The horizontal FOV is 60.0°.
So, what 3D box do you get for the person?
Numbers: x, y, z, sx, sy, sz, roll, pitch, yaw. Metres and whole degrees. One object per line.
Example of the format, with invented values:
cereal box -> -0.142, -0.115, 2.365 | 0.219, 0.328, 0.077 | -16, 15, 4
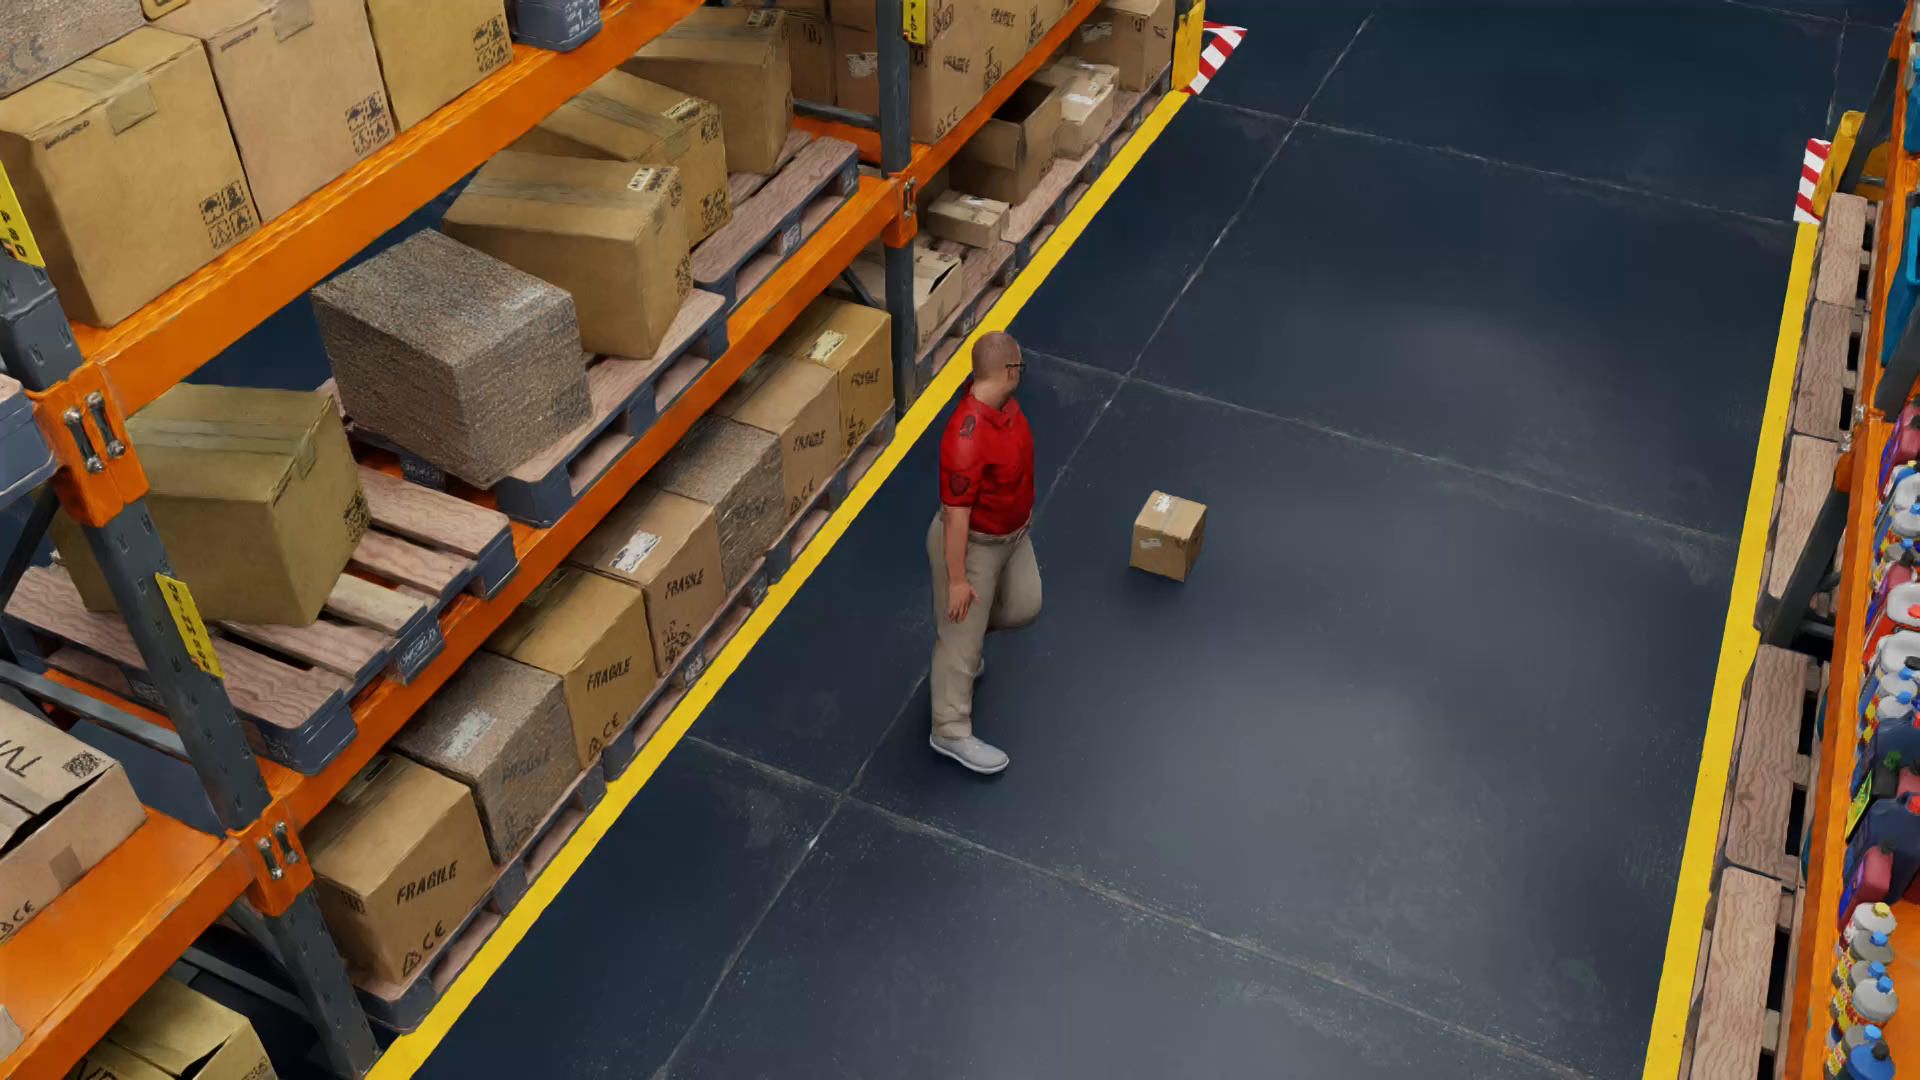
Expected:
person -> 0.073, 0.028, 6.164 | 0.525, 1.694, 0.675 | 19, 45, 21
